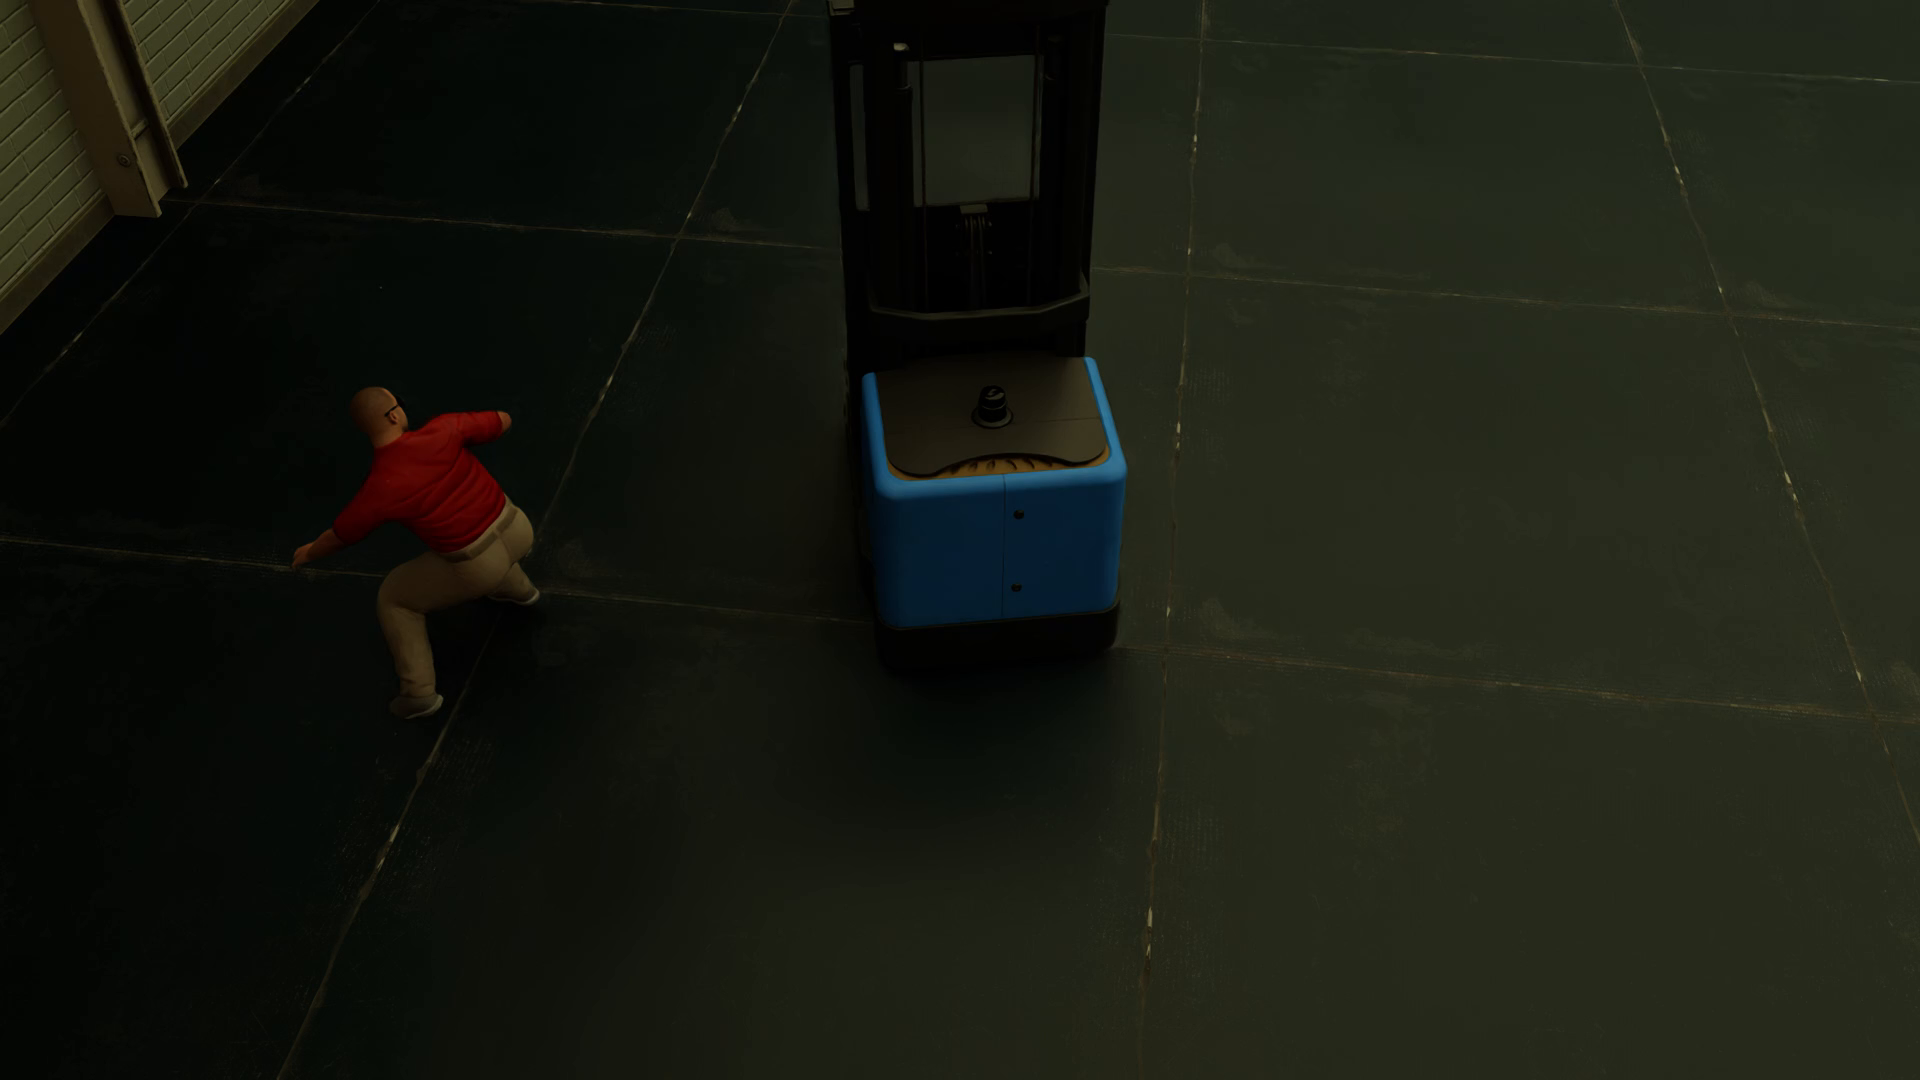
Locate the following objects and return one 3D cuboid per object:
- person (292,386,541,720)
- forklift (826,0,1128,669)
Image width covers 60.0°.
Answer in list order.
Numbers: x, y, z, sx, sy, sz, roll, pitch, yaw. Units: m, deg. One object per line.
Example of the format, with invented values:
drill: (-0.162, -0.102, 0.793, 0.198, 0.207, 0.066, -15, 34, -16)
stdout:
person: (-2.235, -0.002, 6.909, 0.849, 1.444, 0.840, 23, 47, 23)
forklift: (0.000, -1.522, 7.381, 1.130, 2.935, 3.031, -5, 43, -5)
